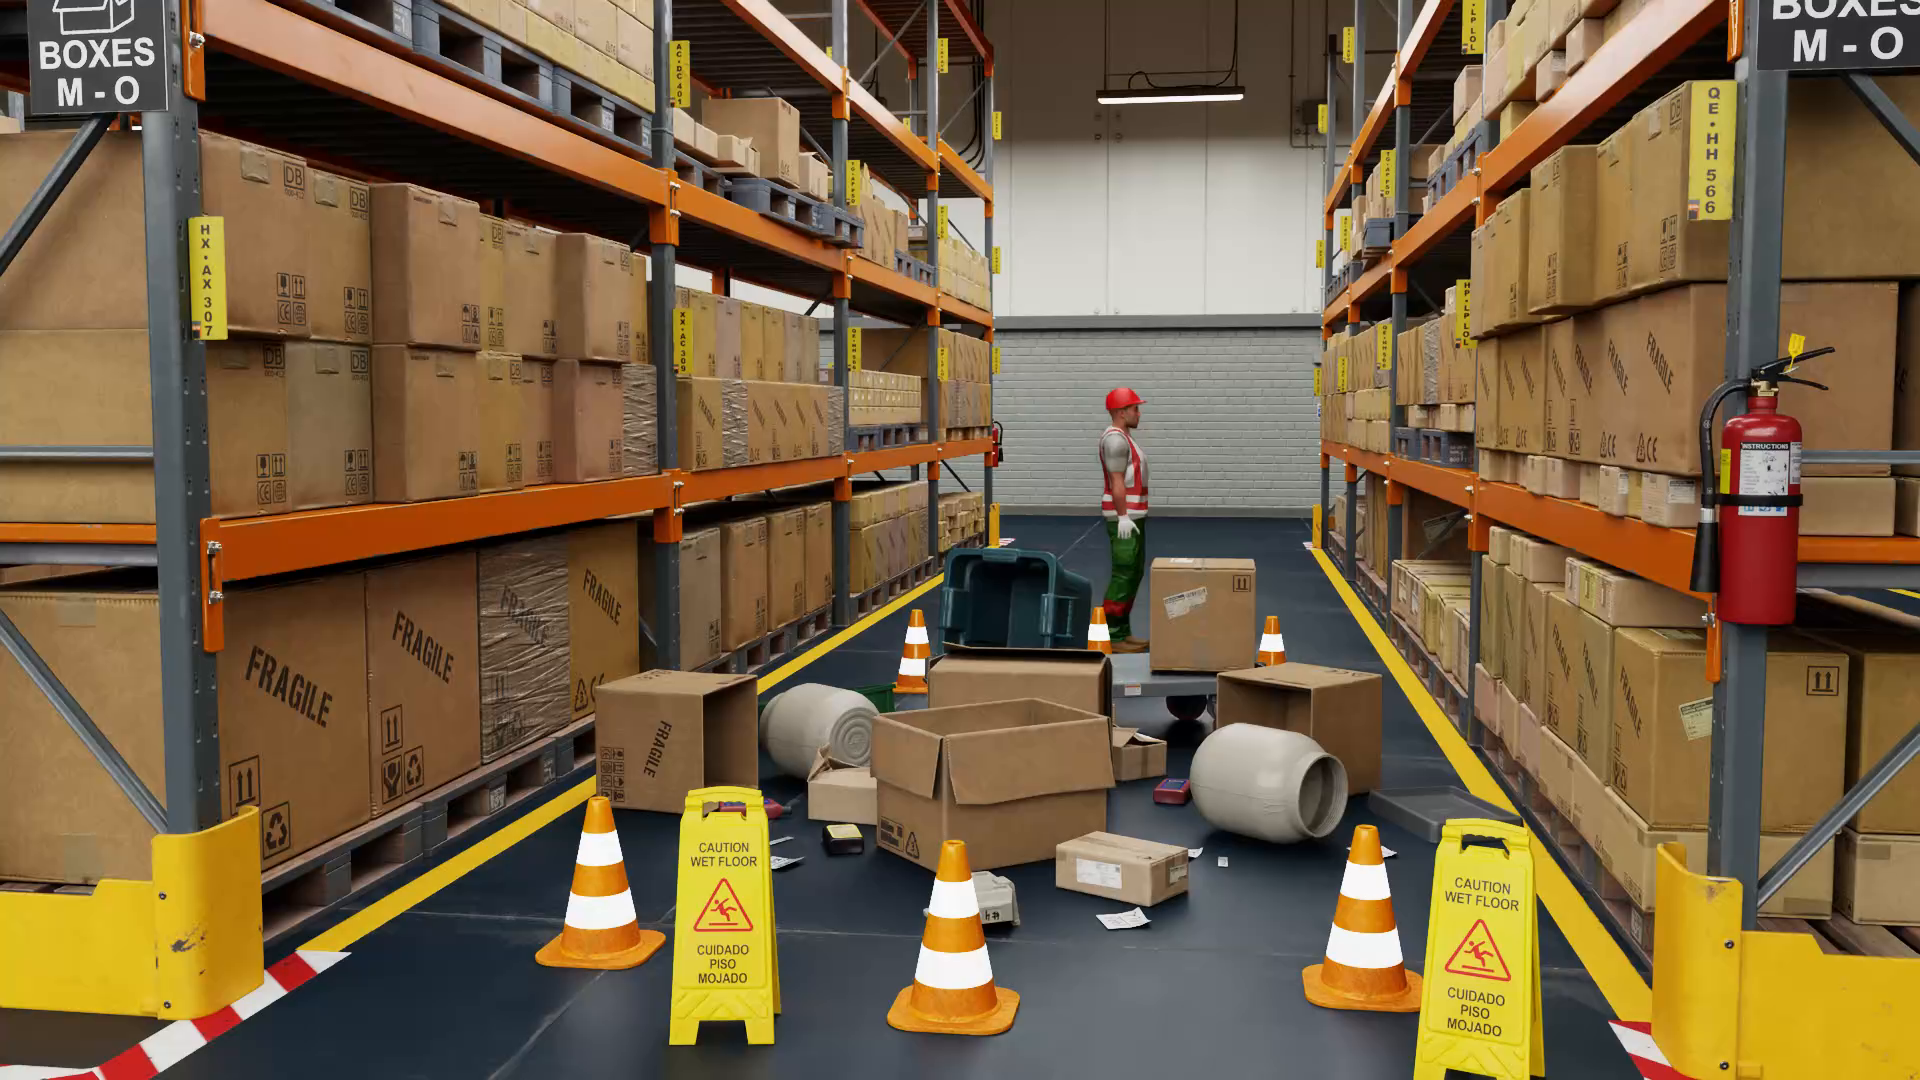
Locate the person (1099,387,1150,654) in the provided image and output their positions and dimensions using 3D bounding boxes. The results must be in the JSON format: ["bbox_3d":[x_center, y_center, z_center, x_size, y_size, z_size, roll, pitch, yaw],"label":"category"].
[{"bbox_3d":[1.126,-0.138,11.280,0.354,1.789,0.523,1,4,10],"label":"person"}]
